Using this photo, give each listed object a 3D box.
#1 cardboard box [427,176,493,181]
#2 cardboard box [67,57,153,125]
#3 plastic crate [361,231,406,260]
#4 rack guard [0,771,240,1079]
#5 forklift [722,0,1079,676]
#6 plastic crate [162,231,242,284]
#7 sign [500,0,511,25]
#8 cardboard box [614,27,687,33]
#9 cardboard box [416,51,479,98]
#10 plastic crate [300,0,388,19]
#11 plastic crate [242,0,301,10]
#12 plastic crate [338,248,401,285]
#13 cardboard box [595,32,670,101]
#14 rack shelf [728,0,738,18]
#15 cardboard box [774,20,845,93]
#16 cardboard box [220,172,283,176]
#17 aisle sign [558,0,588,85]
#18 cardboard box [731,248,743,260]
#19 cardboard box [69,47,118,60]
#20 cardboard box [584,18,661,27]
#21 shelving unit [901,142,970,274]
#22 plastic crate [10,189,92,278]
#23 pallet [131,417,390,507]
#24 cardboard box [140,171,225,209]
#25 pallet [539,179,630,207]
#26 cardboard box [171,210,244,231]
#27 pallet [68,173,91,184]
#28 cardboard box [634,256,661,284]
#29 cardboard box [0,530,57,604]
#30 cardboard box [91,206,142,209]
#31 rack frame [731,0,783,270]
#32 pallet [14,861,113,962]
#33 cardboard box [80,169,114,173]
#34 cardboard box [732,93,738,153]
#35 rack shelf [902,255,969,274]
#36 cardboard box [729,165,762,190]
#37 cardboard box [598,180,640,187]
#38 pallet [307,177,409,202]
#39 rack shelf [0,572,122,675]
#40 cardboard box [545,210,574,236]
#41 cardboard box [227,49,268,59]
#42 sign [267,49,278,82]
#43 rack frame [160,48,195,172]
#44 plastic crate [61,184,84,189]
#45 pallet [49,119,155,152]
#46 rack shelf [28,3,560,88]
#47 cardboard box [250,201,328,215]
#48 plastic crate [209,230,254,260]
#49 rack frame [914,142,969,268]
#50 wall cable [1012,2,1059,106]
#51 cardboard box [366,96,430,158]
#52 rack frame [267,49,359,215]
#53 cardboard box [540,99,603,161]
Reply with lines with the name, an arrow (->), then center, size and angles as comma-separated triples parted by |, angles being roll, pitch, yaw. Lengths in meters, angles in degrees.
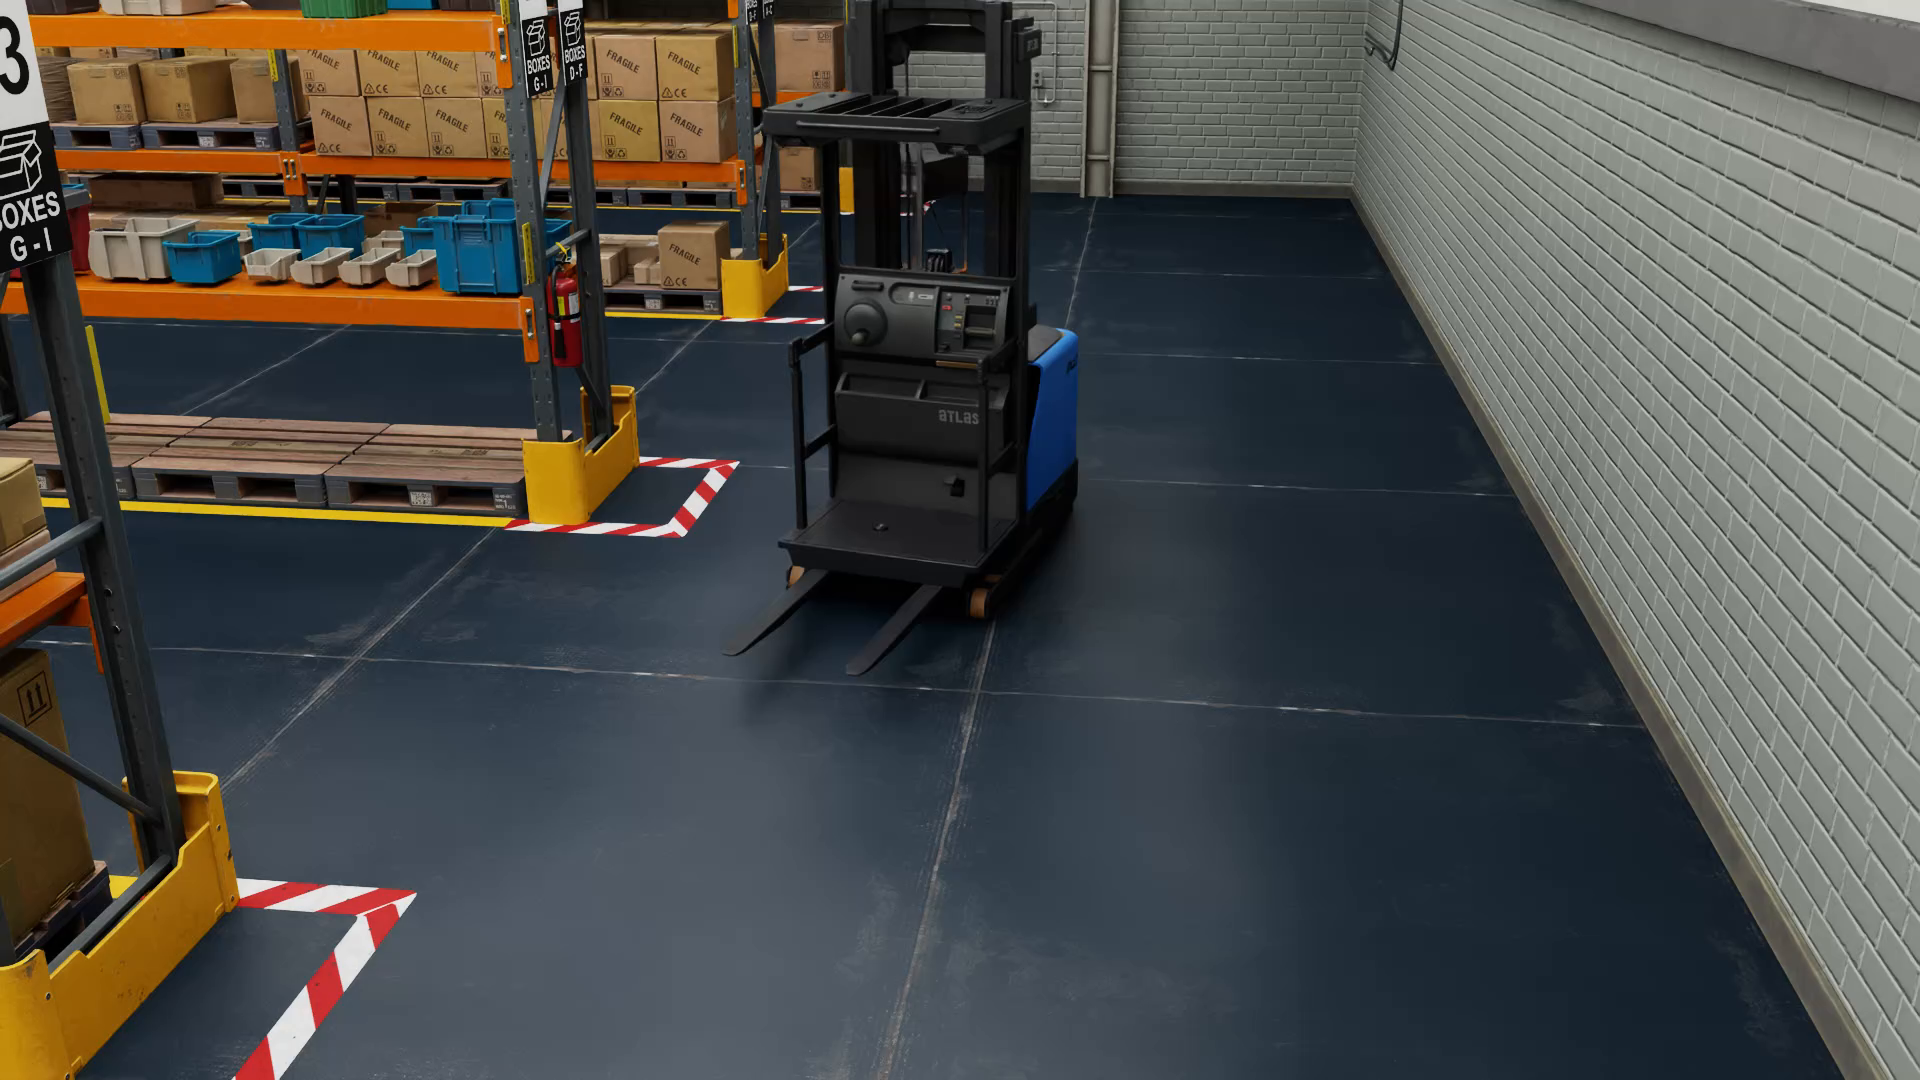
cardboard box -> -5.780, -4.660, 19.500 | 0.750, 0.750, 0.750 | 3, 22, 7
cardboard box -> -7.460, -3.971, 14.697 | 0.500, 0.500, 0.700 | -3, 22, -7
plastic crate -> -3.502, -1.803, 10.199 | 0.298, 0.136, 0.250 | 2, 22, 6
rack guard -> -2.872, 1.278, 5.527 | 0.348, 0.500, 1.175 | 2, 22, 6
forklift -> -0.265, -1.125, 8.299 | 1.130, 2.935, 3.031 | 7, 23, 18
plastic crate -> -4.382, -1.639, 9.652 | 0.300, 0.233, 0.416 | 2, 22, 6
sign -> -2.361, -2.839, 8.602 | 0.005, 0.325, 0.100 | 2, 22, 6
cardboard box -> -2.656, -4.149, 14.358 | 0.500, 0.500, 0.500 | 3, 22, 7
cardboard box -> -4.241, -4.019, 14.030 | 0.500, 0.500, 0.500 | 2, 22, 5
plastic crate -> -3.326, -2.929, 8.976 | 0.336, 0.188, 0.450 | 2, 22, 6
plastic crate -> -3.798, -3.226, 9.525 | 0.767, 0.338, 0.504 | 2, 22, 6
plastic crate -> -3.430, -1.586, 9.649 | 0.243, 0.136, 0.396 | 2, 22, 6
cardboard box -> -2.702, -3.954, 13.865 | 0.500, 0.500, 0.500 | 3, 22, 8
rack shelf -> -3.712, -4.649, 14.018 | 4.000, 0.370, 1.077 | 2, 22, 6
cardboard box -> -1.655, -5.469, 18.785 | 0.700, 0.700, 0.980 | 3, 22, 9
cardboard box -> -8.376, -4.773, 19.785 | 0.750, 0.750, 0.750 | 2, 22, 6
aisle sign -> -2.206, -3.008, 9.433 | 0.004, 0.787, 0.394 | 2, 22, 6
cardboard box -> -2.102, -2.525, 15.025 | 0.250, 0.149, 0.380 | 2, 22, 6
cardboard box -> -10.117, -5.939, 19.648 | 0.500, 0.500, 0.700 | 0, 22, 1
cardboard box -> -3.858, -5.560, 19.017 | 0.700, 0.700, 0.980 | 2, 22, 5
shelving unit -> -0.248, -1.444, 10.236 | 0.431, 2.100, 0.503 | 14, 25, 31
plastic crate -> -5.428, -1.794, 9.730 | 0.583, 0.464, 0.402 | 2, 22, 6
pallet -> -4.335, -0.501, 10.419 | 1.213, 0.211, 1.003 | 2, 22, 6
cardboard box -> -7.143, -3.219, 15.284 | 0.500, 0.250, 0.500 | 3, 22, 6
pallet -> -4.373, -4.126, 19.588 | 1.213, 0.211, 1.003 | 2, 22, 6
cardboard box -> -6.712, -2.659, 14.886 | 0.500, 0.500, 0.500 | 3, 22, 6
pallet -> -11.075, -4.448, 20.404 | 1.213, 0.211, 1.003 | 2, 22, 6
cardboard box -> -2.687, -2.373, 14.618 | 0.250, 0.166, 0.380 | 2, 22, 6
cardboard box -> -3.209, 0.096, 5.460 | 0.250, 0.149, 0.380 | 3, 22, 7
cardboard box -> -7.678, -2.893, 15.478 | 0.500, 0.500, 0.500 | 2, 22, 4
rack frame -> -1.726, -3.502, 14.218 | 0.127, 3.000, 1.000 | 2, 22, 6
pallet -> -3.699, 1.405, 5.598 | 1.213, 0.211, 1.003 | 2, 22, 6
cardboard box -> -10.310, -4.776, 20.242 | 0.500, 0.500, 0.700 | 2, 22, 6
cardboard box -> -2.136, -3.664, 14.492 | 0.500, 0.500, 0.500 | 3, 22, 7
rack shelf -> -0.248, -1.431, 10.241 | 0.431, 0.518, 0.480 | 14, 25, 31
cardboard box -> -2.351, -4.359, 19.215 | 0.500, 0.500, 0.700 | 2, 22, 6
cardboard box -> -3.890, -4.424, 19.379 | 0.500, 0.500, 0.700 | 2, 22, 6
pallet -> -7.109, -4.245, 19.890 | 1.213, 0.211, 1.003 | 2, 22, 6
rack shelf -> -4.882, 0.363, 5.421 | 4.000, 0.370, 1.077 | 2, 22, 6
cardboard box -> -3.832, -2.639, 14.833 | 0.637, 0.503, 0.797 | 2, 22, 6
cardboard box -> -8.120, -5.711, 19.237 | 0.500, 0.500, 0.500 | 3, 22, 8
sign -> -5.760, -4.011, 13.930 | 0.005, 0.325, 0.100 | 2, 22, 6
rack frame -> -9.091, -5.657, 19.669 | 0.127, 3.000, 1.000 | 2, 22, 6
plastic crate -> -5.781, -1.992, 10.338 | 0.575, 0.384, 0.392 | 2, 22, 6
pallet -> -7.739, -3.677, 14.921 | 1.213, 0.211, 1.003 | 2, 22, 6
rack shelf -> -4.299, -2.841, 9.444 | 4.000, 0.370, 1.077 | 2, 22, 6
cardboard box -> -6.150, -2.827, 15.313 | 0.500, 0.500, 0.500 | 2, 22, 4
plastic crate -> -4.520, -1.807, 10.207 | 0.466, 0.136, 0.293 | 2, 22, 6
rack frame -> -0.114, -1.519, 10.426 | 0.400, 2.100, 0.015 | 14, 25, 31
wall cable -> 0.236, -6.073, 19.340 | 1.851, 1.984, 0.084 | 2, 22, 6
cardboard box -> -4.715, -3.579, 14.277 | 0.500, 0.500, 0.500 | 3, 22, 7
rack frame -> -5.698, -3.675, 14.656 | 0.127, 3.000, 1.000 | 2, 22, 6
cardboard box -> -3.213, -3.513, 14.111 | 0.500, 0.500, 0.500 | 3, 22, 7
